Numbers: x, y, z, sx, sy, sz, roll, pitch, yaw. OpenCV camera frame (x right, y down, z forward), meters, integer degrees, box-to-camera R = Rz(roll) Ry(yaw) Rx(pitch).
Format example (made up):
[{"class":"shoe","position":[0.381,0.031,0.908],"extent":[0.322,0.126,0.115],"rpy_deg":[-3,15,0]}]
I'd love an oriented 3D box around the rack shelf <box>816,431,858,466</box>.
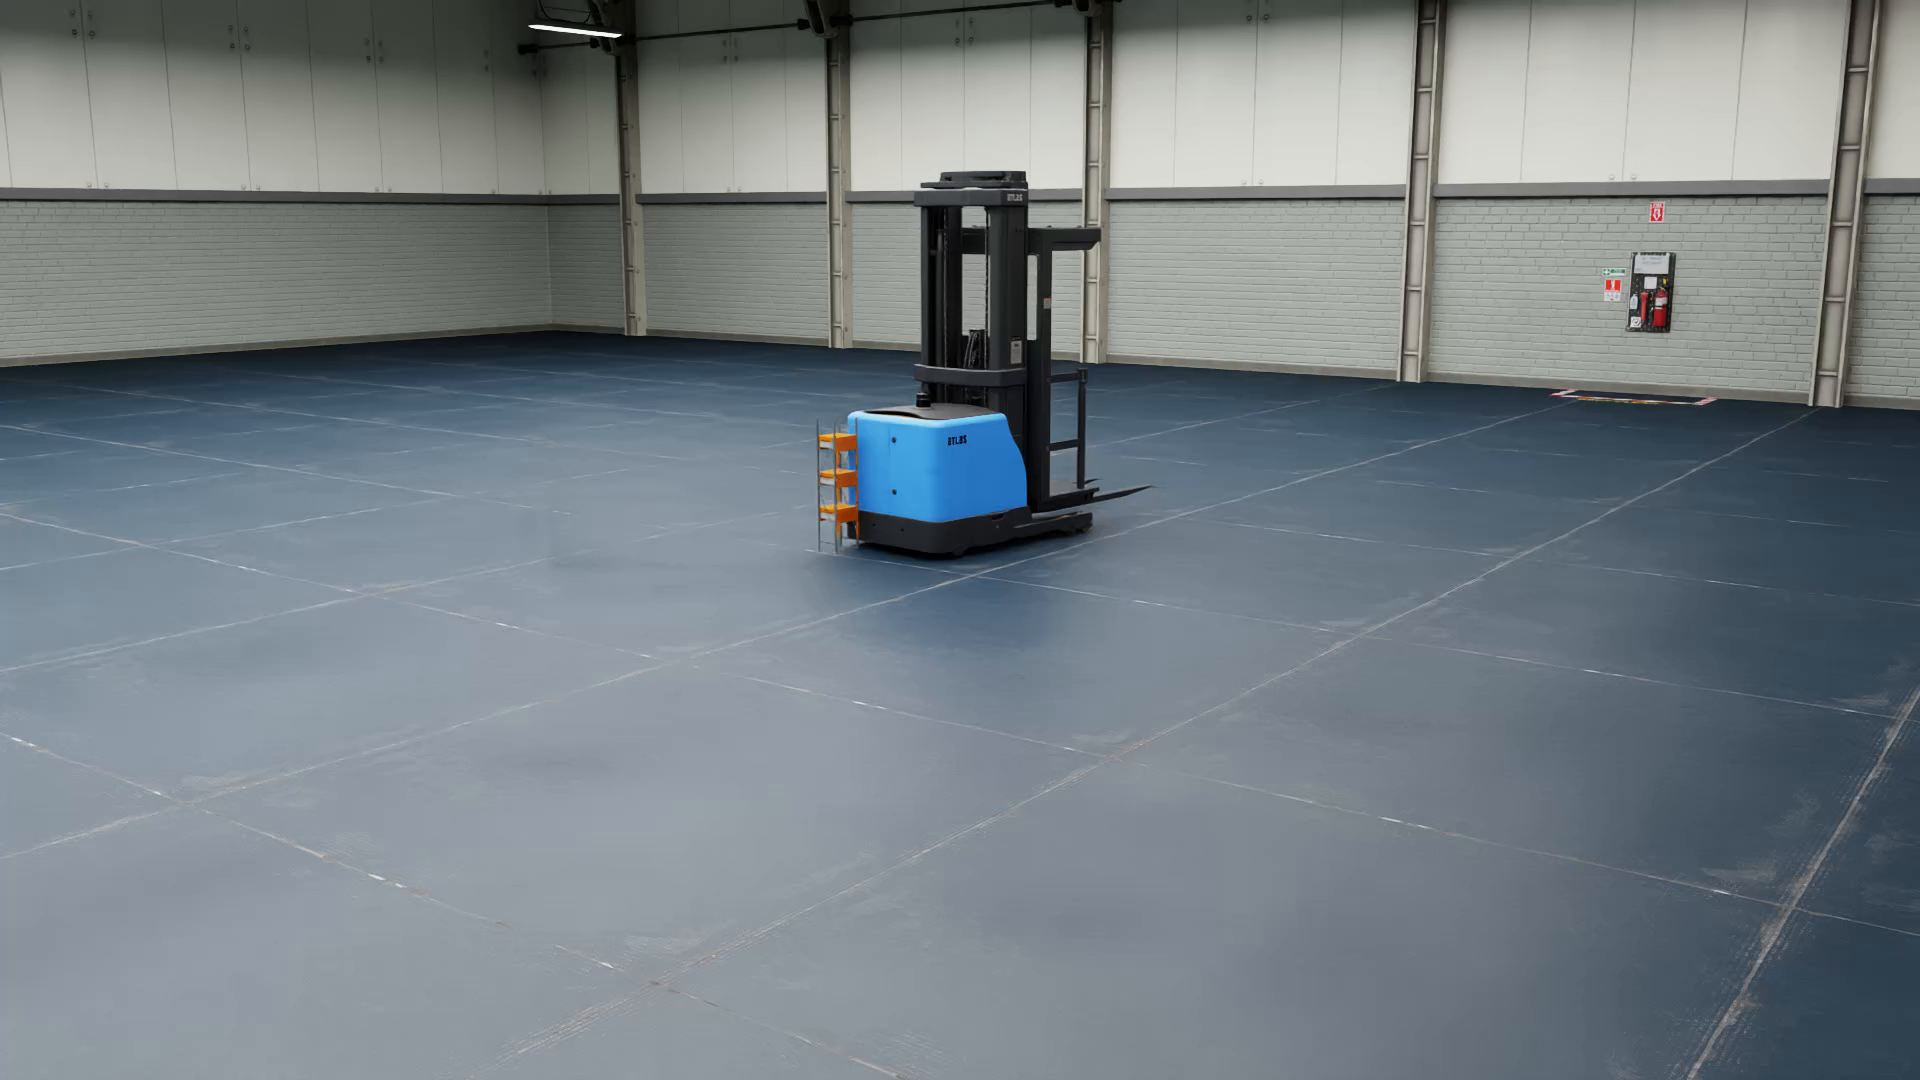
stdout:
[{"class":"rack shelf","position":[-0.958,-0.704,12.968],"extent":[0.215,0.259,0.240],"rpy_deg":[9,14,39]}]

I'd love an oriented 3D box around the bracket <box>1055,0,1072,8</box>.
[{"class":"bracket","position":[1.880,-9.405,28.977],"extent":[0.430,0.232,0.235],"rpy_deg":[8,13,36]}]

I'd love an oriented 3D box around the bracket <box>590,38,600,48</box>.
[{"class":"bracket","position":[-7.792,-10.754,35.951],"extent":[0.430,0.232,0.235],"rpy_deg":[8,13,36]}]

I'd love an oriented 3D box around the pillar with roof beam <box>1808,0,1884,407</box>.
[{"class":"pillar with roof beam","position":[9.549,-5.638,18.978],"extent":[0.400,9.000,9.100],"rpy_deg":[8,13,36]}]

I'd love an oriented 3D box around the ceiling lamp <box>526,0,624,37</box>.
[{"class":"ceiling lamp","position":[-7.069,-10.667,29.607],"extent":[0.800,3.185,2.000],"rpy_deg":[8,13,36]}]

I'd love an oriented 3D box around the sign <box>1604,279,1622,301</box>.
[{"class":"sign","position":[9.743,-3.730,24.821],"extent":[0.234,0.329,0.001],"rpy_deg":[8,13,36]}]

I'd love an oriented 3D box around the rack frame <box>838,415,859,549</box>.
[{"class":"rack frame","position":[-0.879,-0.454,13.112],"extent":[0.200,1.050,0.008],"rpy_deg":[9,14,39]}]

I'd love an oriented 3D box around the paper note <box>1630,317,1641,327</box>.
[{"class":"paper note","position":[10.026,-3.233,24.662],"extent":[0.142,0.148,0.016],"rpy_deg":[8,13,36]}]

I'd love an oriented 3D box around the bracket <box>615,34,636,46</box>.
[{"class":"bracket","position":[-7.123,-10.661,35.468],"extent":[0.430,0.232,0.235],"rpy_deg":[8,13,36]}]

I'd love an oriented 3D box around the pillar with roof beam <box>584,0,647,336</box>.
[{"class":"pillar with roof beam","position":[-9.796,-8.336,32.926],"extent":[0.548,9.000,9.100],"rpy_deg":[8,13,36]}]

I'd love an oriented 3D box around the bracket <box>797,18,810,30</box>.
[{"class":"bracket","position":[-2.956,-10.080,32.464],"extent":[0.430,0.232,0.235],"rpy_deg":[8,13,36]}]

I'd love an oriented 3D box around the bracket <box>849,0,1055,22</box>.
[{"class":"bracket","position":[-0.210,-9.697,30.484],"extent":[4.783,0.066,0.076],"rpy_deg":[8,13,36]}]

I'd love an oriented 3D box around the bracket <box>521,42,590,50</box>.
[{"class":"bracket","position":[-9.226,-10.954,36.985],"extent":[3.189,0.066,0.076],"rpy_deg":[8,13,36]}]

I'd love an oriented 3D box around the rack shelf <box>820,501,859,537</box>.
[{"class":"rack shelf","position":[-0.958,-0.153,13.075],"extent":[0.215,0.259,0.240],"rpy_deg":[9,14,39]}]

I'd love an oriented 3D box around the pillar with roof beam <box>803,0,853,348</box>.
[{"class":"pillar with roof beam","position":[-4.959,-7.661,29.439],"extent":[0.548,9.000,9.100],"rpy_deg":[8,13,36]}]

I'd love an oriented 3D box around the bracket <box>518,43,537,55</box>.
[{"class":"bracket","position":[-9.702,-11.021,37.328],"extent":[0.430,0.232,0.235],"rpy_deg":[8,13,36]}]

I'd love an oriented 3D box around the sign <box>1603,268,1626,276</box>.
[{"class":"sign","position":[9.741,-3.989,24.761],"extent":[0.331,0.109,0.001],"rpy_deg":[8,13,36]}]

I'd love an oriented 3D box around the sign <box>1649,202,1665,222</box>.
[{"class":"sign","position":[10.180,-4.789,24.284],"extent":[0.199,0.298,0.001],"rpy_deg":[8,13,36]}]

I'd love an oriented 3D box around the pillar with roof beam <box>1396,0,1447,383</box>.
[{"class":"pillar with roof beam","position":[4.713,-6.312,22.465],"extent":[0.400,9.000,9.100],"rpy_deg":[8,13,36]}]

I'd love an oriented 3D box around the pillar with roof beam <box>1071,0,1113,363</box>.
[{"class":"pillar with roof beam","position":[-0.123,-6.987,25.952],"extent":[0.548,9.000,9.100],"rpy_deg":[8,13,36]}]

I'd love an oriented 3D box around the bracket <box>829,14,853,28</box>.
[{"class":"bracket","position":[-2.287,-9.986,31.981],"extent":[0.430,0.232,0.235],"rpy_deg":[8,13,36]}]

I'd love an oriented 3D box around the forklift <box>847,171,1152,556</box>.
[{"class":"forklift","position":[0.460,-1.538,13.765],"extent":[1.130,2.935,3.031],"rpy_deg":[10,15,41]}]

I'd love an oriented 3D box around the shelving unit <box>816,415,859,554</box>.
[{"class":"shelving unit","position":[-0.958,-0.436,13.020],"extent":[0.215,1.050,0.252],"rpy_deg":[9,14,39]}]

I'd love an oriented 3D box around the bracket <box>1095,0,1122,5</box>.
[{"class":"bracket","position":[2.549,-9.312,28.495],"extent":[0.430,0.232,0.235],"rpy_deg":[8,13,36]}]

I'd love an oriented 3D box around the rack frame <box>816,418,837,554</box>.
[{"class":"rack frame","position":[-1.037,-0.419,12.929],"extent":[0.200,1.050,0.008],"rpy_deg":[9,14,39]}]

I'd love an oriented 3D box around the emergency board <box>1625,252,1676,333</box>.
[{"class":"emergency board","position":[10.128,-3.635,24.421],"extent":[0.643,1.169,0.194],"rpy_deg":[8,13,36]}]

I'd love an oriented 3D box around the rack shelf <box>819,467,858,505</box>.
[{"class":"rack shelf","position":[-0.958,-0.426,13.022],"extent":[0.215,0.259,0.240],"rpy_deg":[9,14,39]}]

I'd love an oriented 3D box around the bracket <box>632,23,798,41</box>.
[{"class":"bracket","position":[-5.046,-10.371,33.971],"extent":[4.783,0.066,0.076],"rpy_deg":[8,13,36]}]
